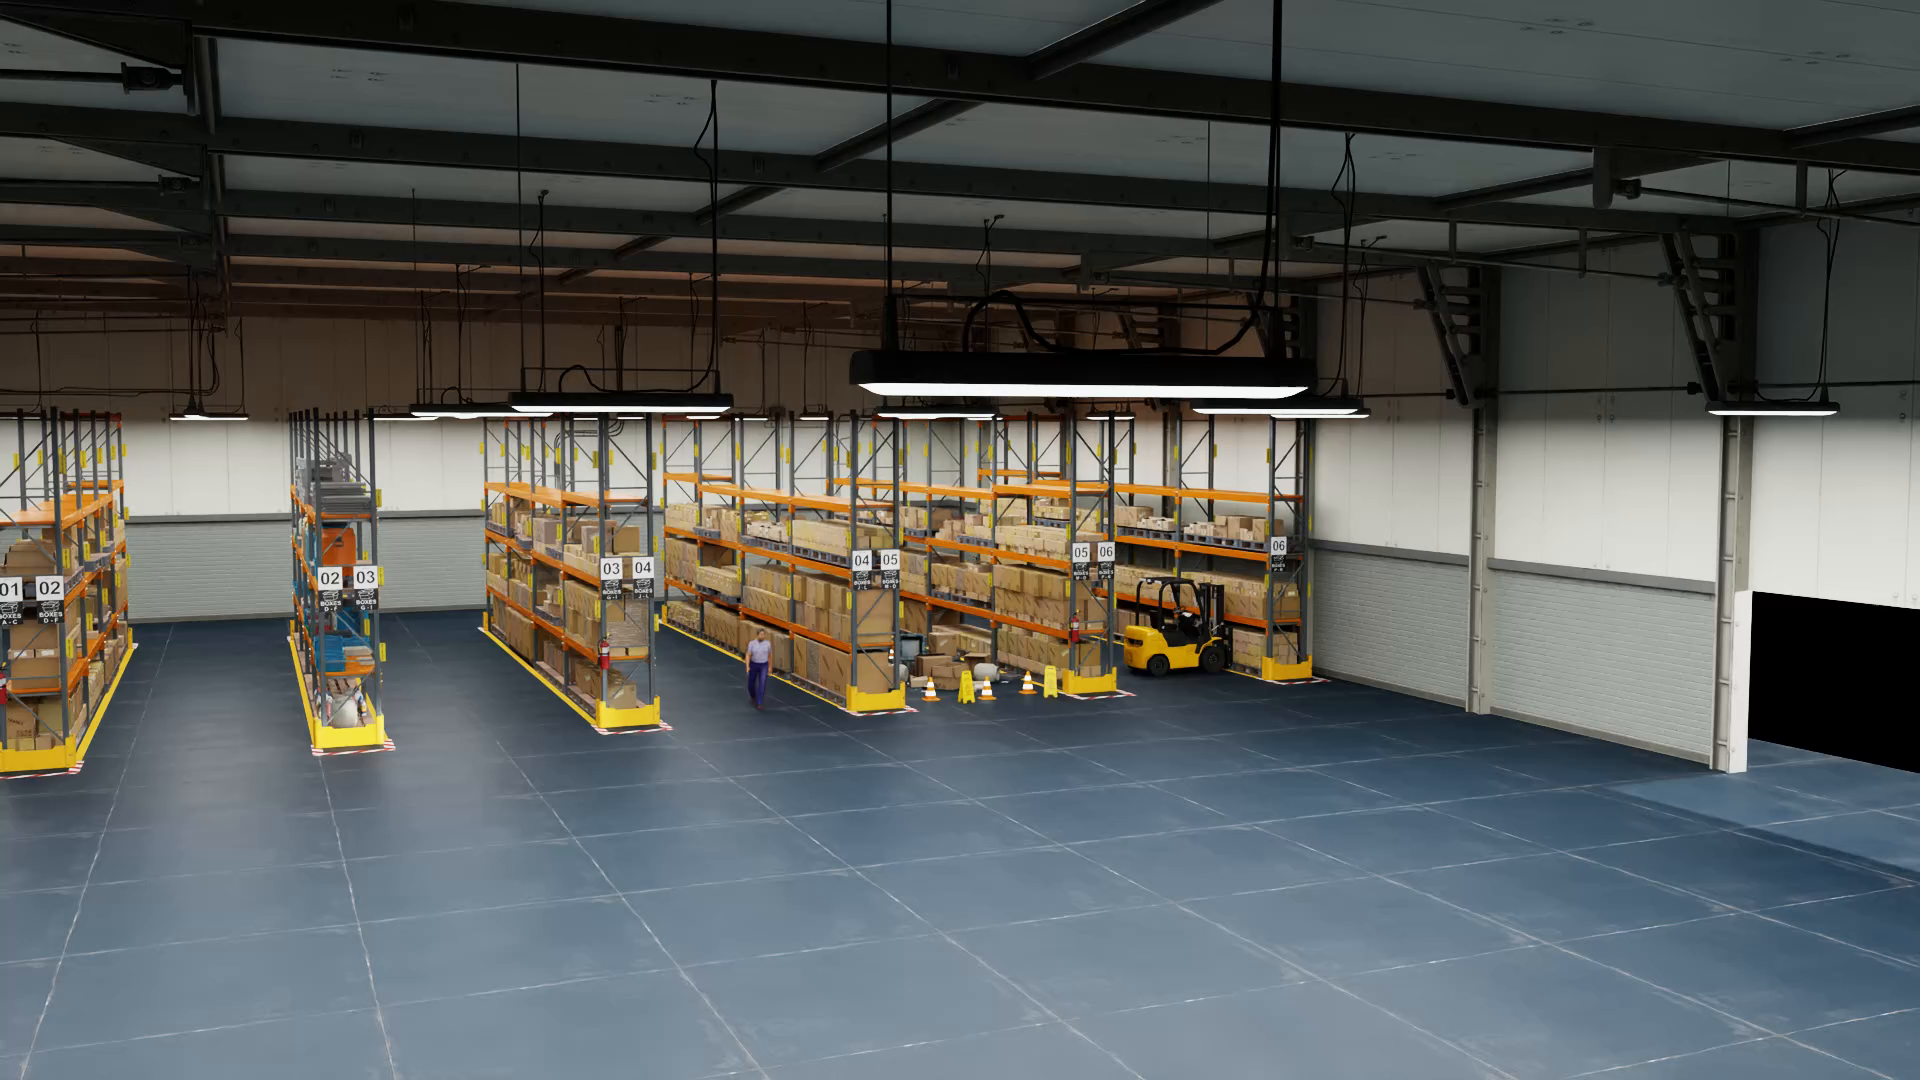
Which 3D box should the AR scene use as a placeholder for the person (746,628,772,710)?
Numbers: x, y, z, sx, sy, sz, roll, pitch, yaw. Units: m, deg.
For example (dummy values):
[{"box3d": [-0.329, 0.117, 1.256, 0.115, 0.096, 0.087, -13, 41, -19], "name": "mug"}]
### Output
[{"box3d": [-4.045, 2.577, 33.476, 0.548, 1.604, 0.940, -1, 4, -13], "name": "person"}]
